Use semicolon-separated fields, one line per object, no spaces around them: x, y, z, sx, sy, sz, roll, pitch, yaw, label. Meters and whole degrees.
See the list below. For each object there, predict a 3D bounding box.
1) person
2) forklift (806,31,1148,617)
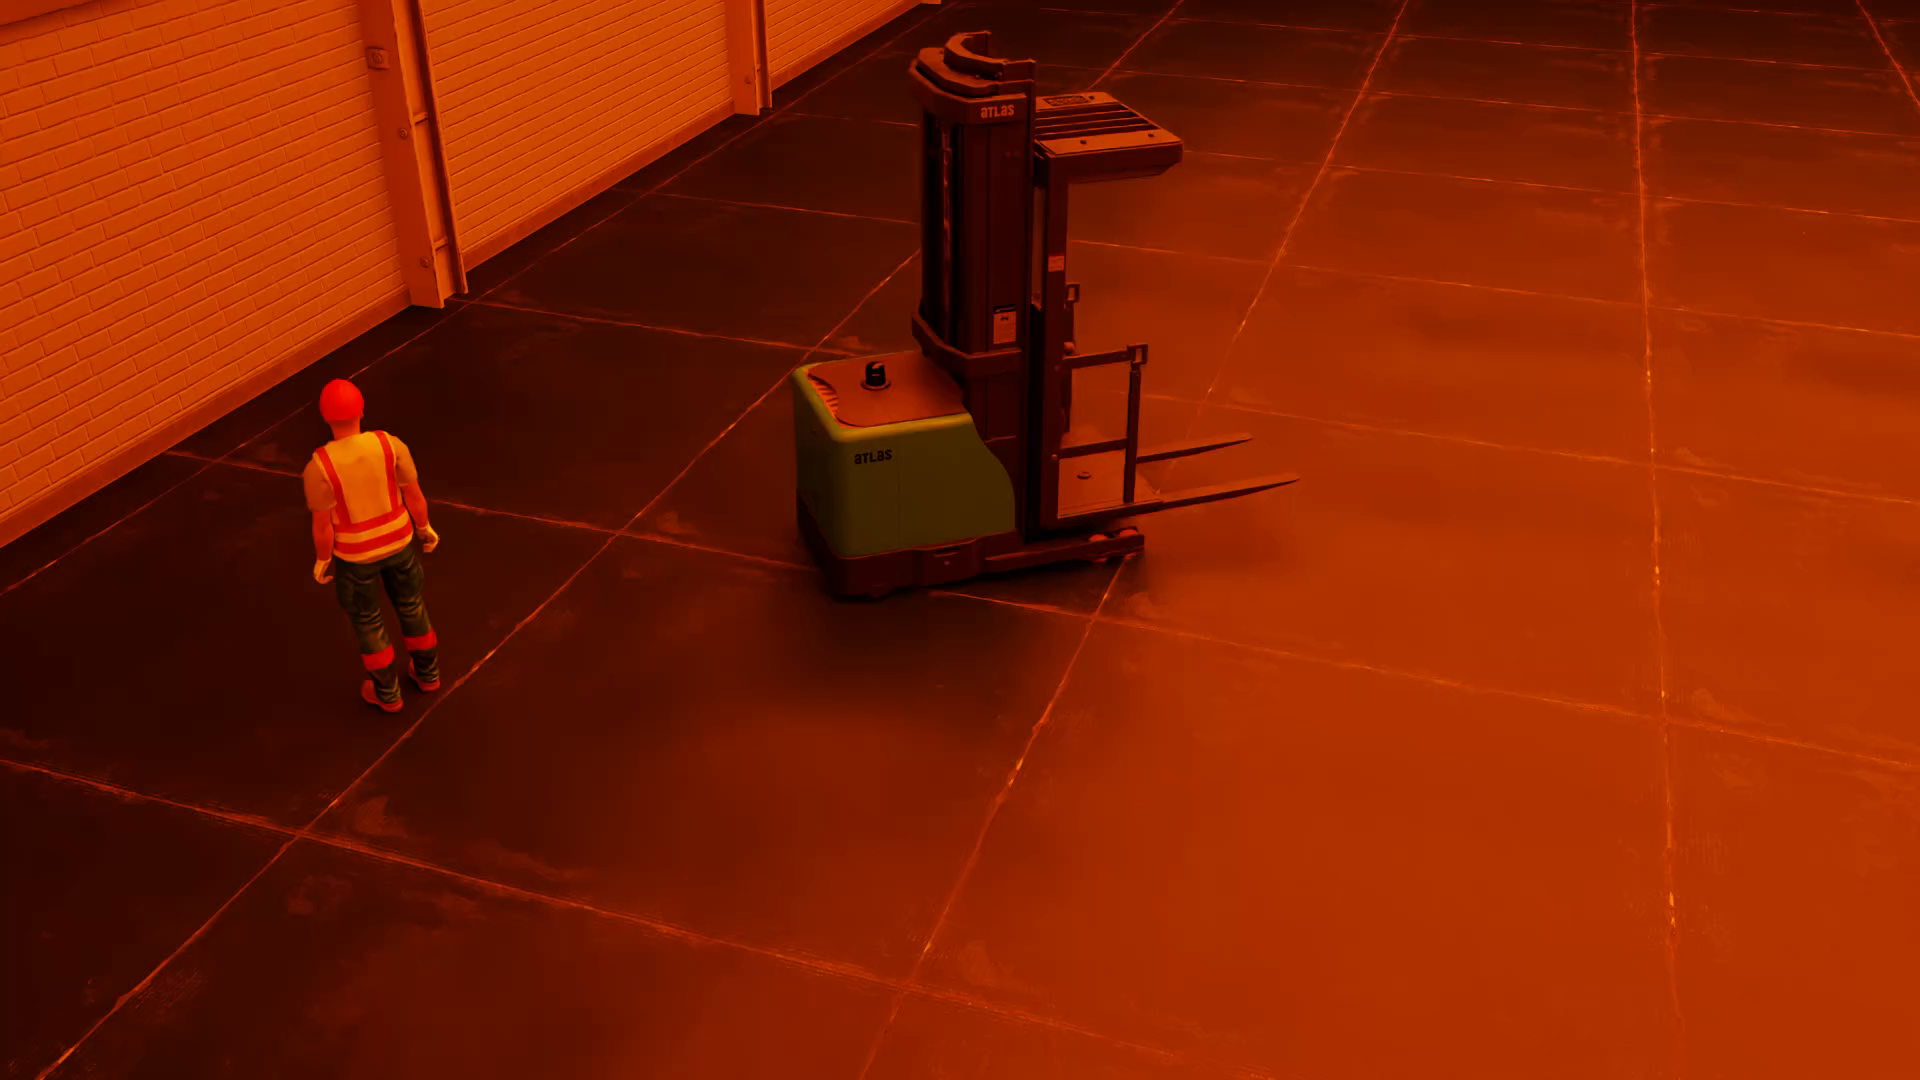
-2.918;0.023;8.248;0.544;1.795;0.352;-22;36;-33;person
0.281;-1.546;9.849;1.130;2.935;3.031;15;33;24;forklift
